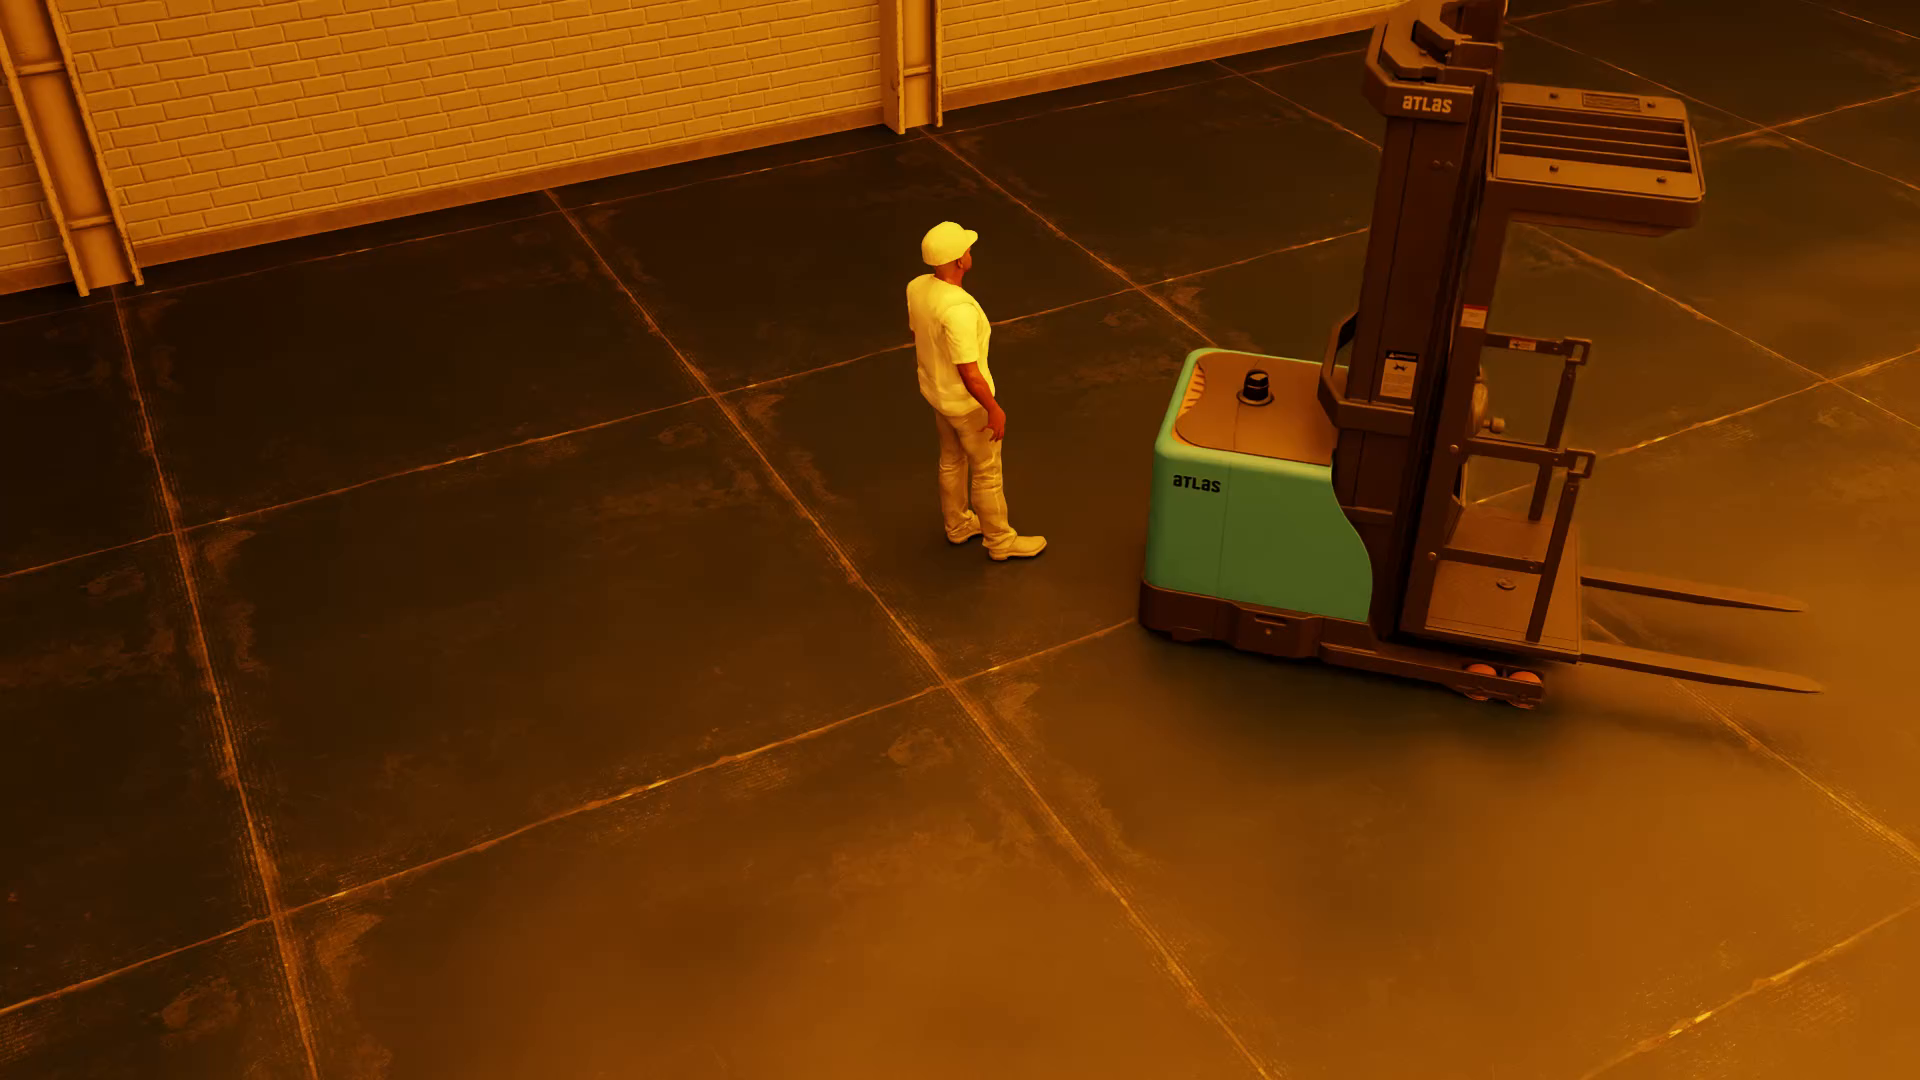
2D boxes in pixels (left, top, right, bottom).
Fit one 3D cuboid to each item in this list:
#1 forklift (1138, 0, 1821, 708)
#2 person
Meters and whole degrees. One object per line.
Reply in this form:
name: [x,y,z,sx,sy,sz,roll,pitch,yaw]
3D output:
forklift: [2.434,-0.774,7.219,3.031,2.935,1.130,10,36,13]
person: [0.064,-0.743,8.171,0.577,1.765,0.666,-17,39,-23]
